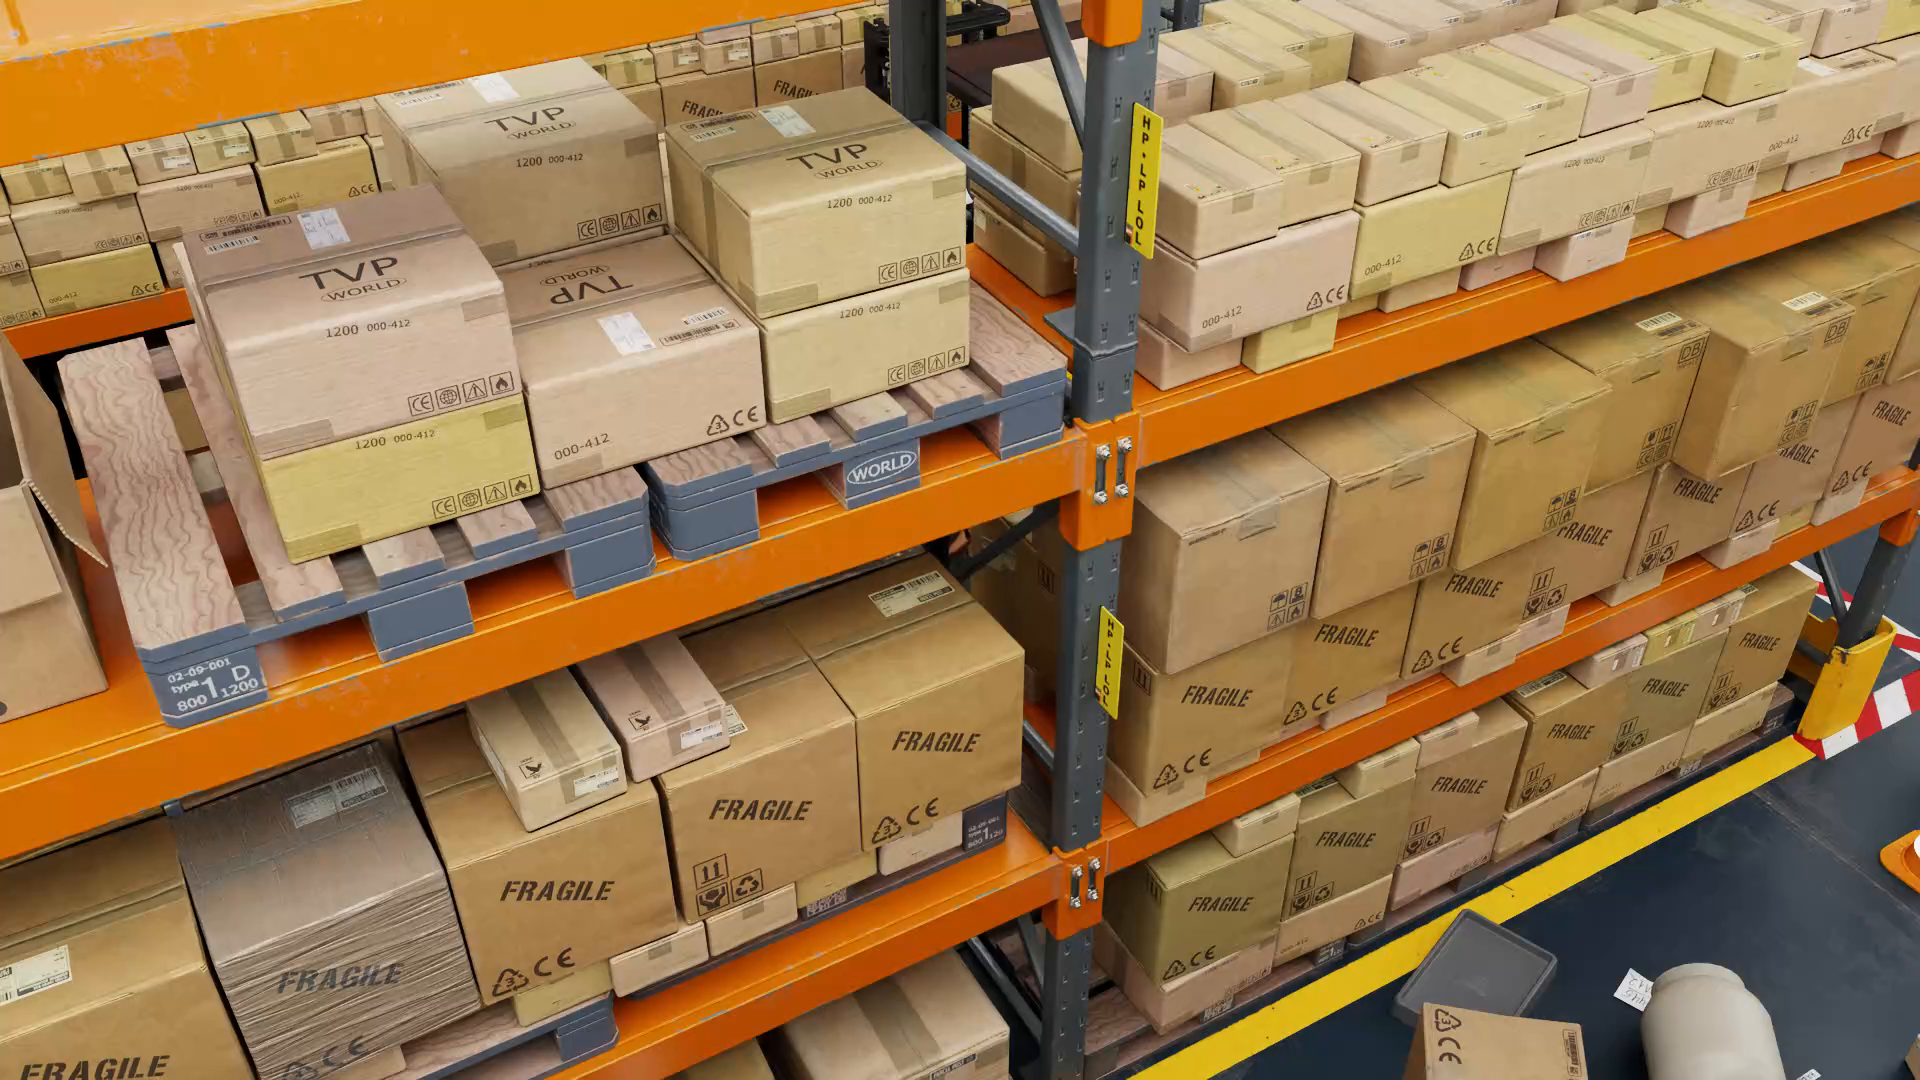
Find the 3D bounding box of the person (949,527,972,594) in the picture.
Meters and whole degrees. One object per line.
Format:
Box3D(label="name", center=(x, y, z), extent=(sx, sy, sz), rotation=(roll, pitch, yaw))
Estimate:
Box3D(label="person", center=(0.016, 0.018, 6.910), extent=(0.542, 1.657, 0.455), rotation=(-19, 41, -24))
